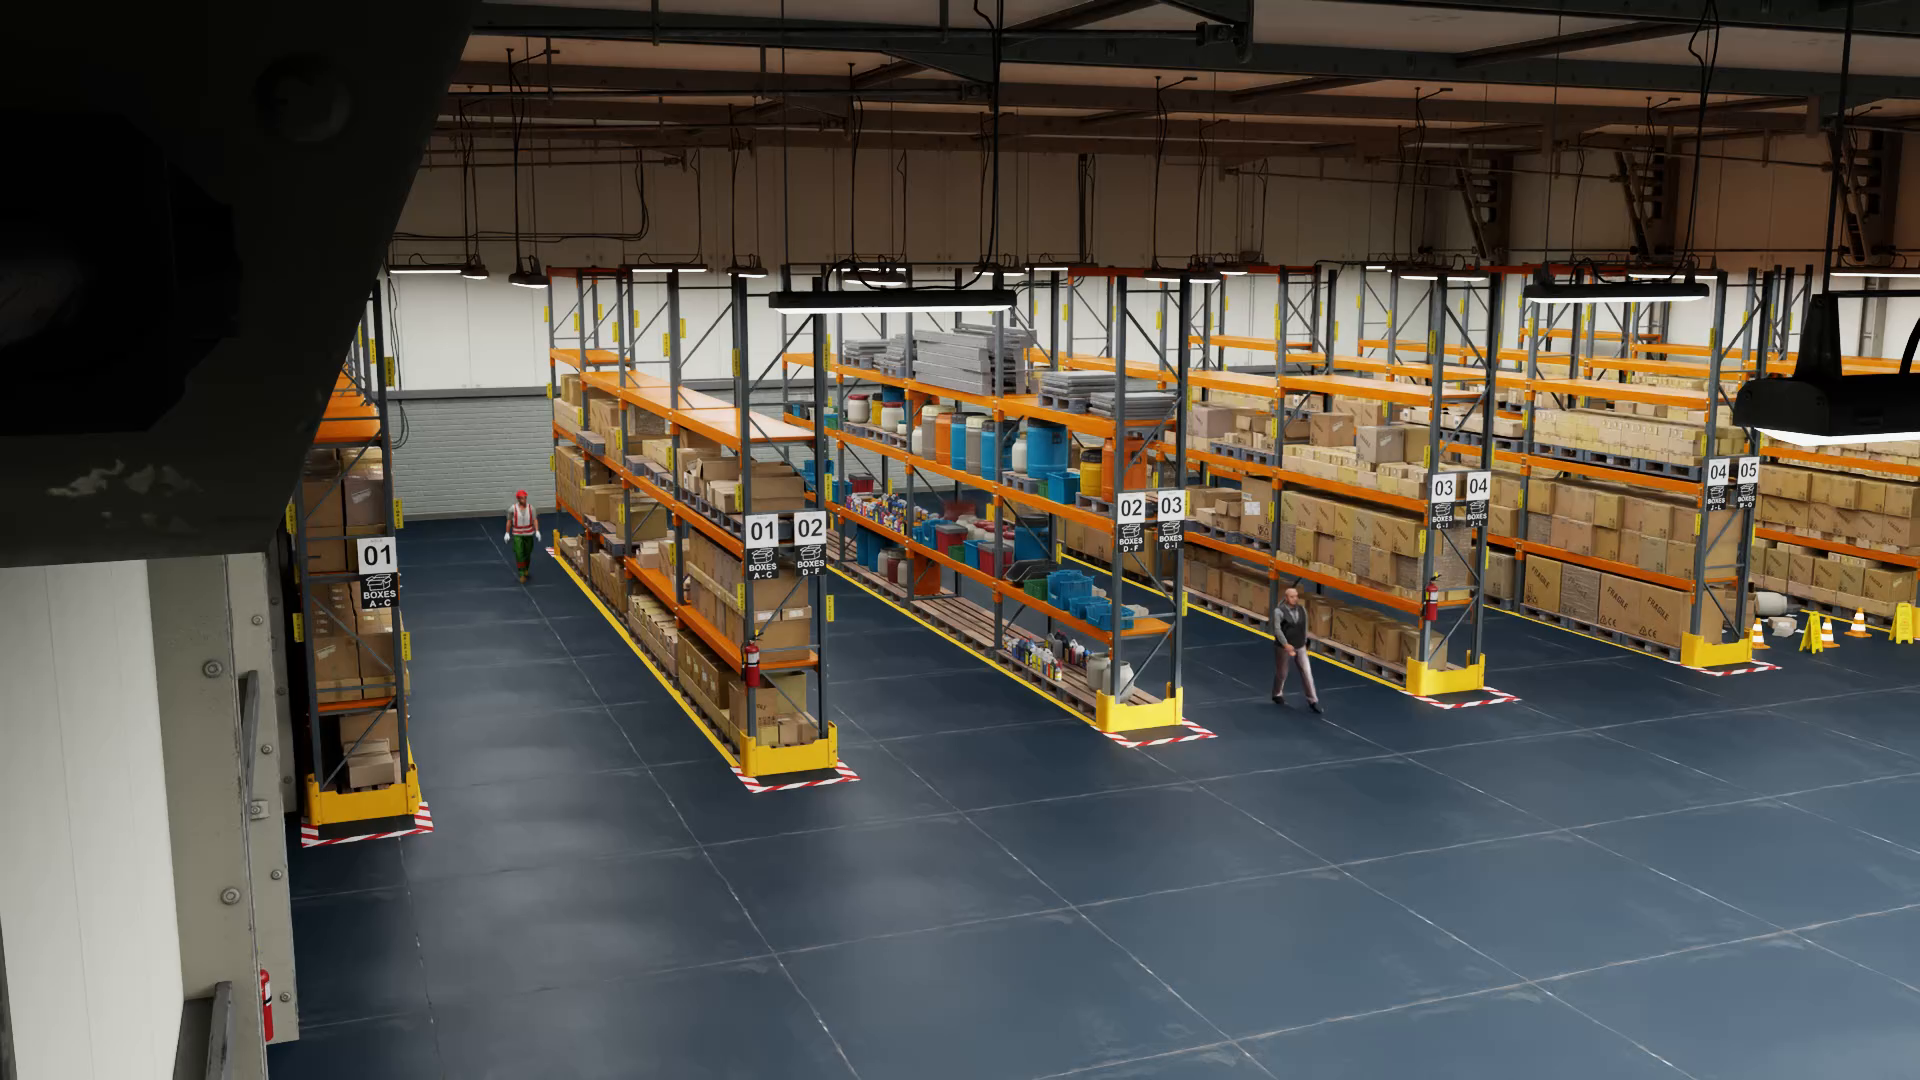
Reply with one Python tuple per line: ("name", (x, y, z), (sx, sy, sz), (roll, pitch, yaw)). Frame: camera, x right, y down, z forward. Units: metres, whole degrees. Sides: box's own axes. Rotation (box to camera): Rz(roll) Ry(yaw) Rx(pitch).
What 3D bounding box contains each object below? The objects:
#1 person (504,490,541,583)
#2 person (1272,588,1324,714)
("person", (-8.434, -0.105, 32.067), (0.667, 1.724, 1.034), (-4, 11, -20))
("person", (4.657, 1.508, 23.086), (0.622, 1.690, 0.826), (-2, 10, -9))
